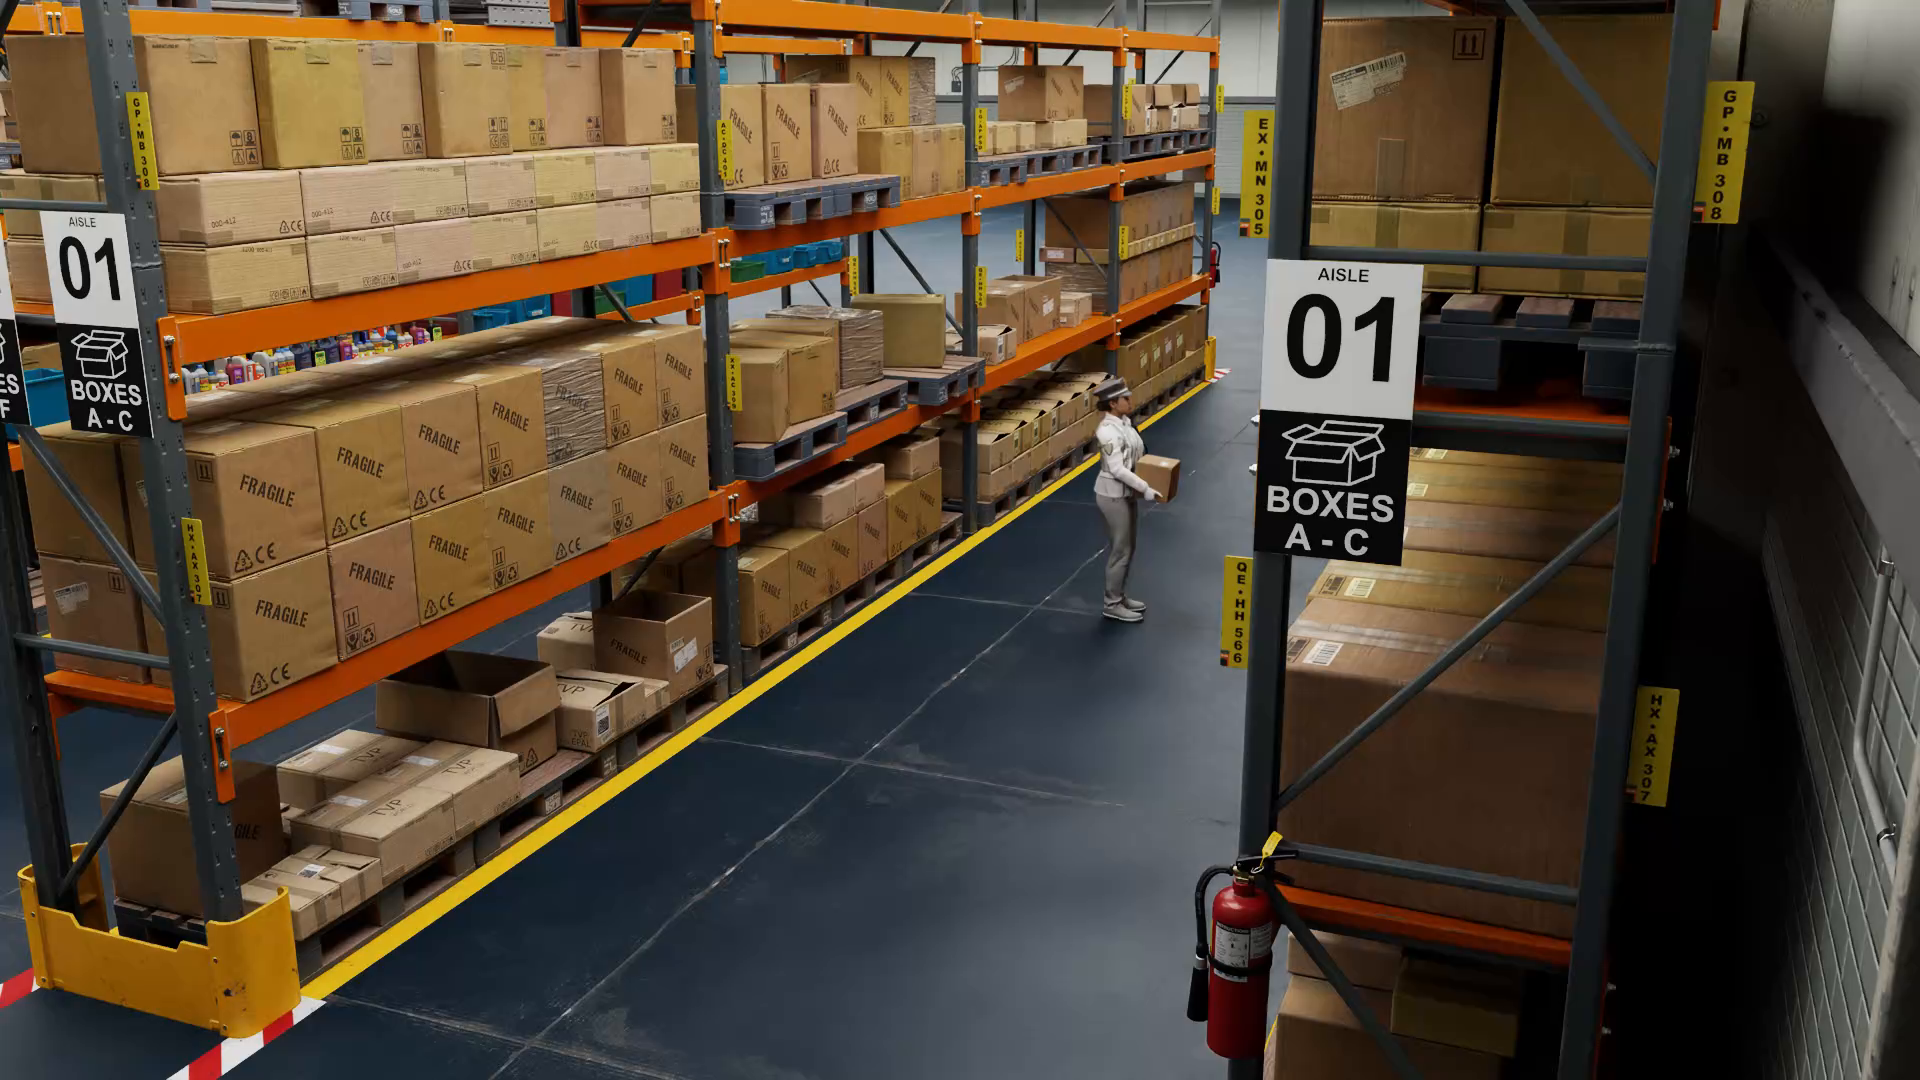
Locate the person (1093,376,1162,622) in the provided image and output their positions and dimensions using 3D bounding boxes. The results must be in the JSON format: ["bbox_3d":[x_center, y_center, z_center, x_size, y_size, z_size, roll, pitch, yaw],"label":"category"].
[{"bbox_3d":[1.169,-0.291,11.514,0.550,1.690,0.469,6,17,21],"label":"person"}]
